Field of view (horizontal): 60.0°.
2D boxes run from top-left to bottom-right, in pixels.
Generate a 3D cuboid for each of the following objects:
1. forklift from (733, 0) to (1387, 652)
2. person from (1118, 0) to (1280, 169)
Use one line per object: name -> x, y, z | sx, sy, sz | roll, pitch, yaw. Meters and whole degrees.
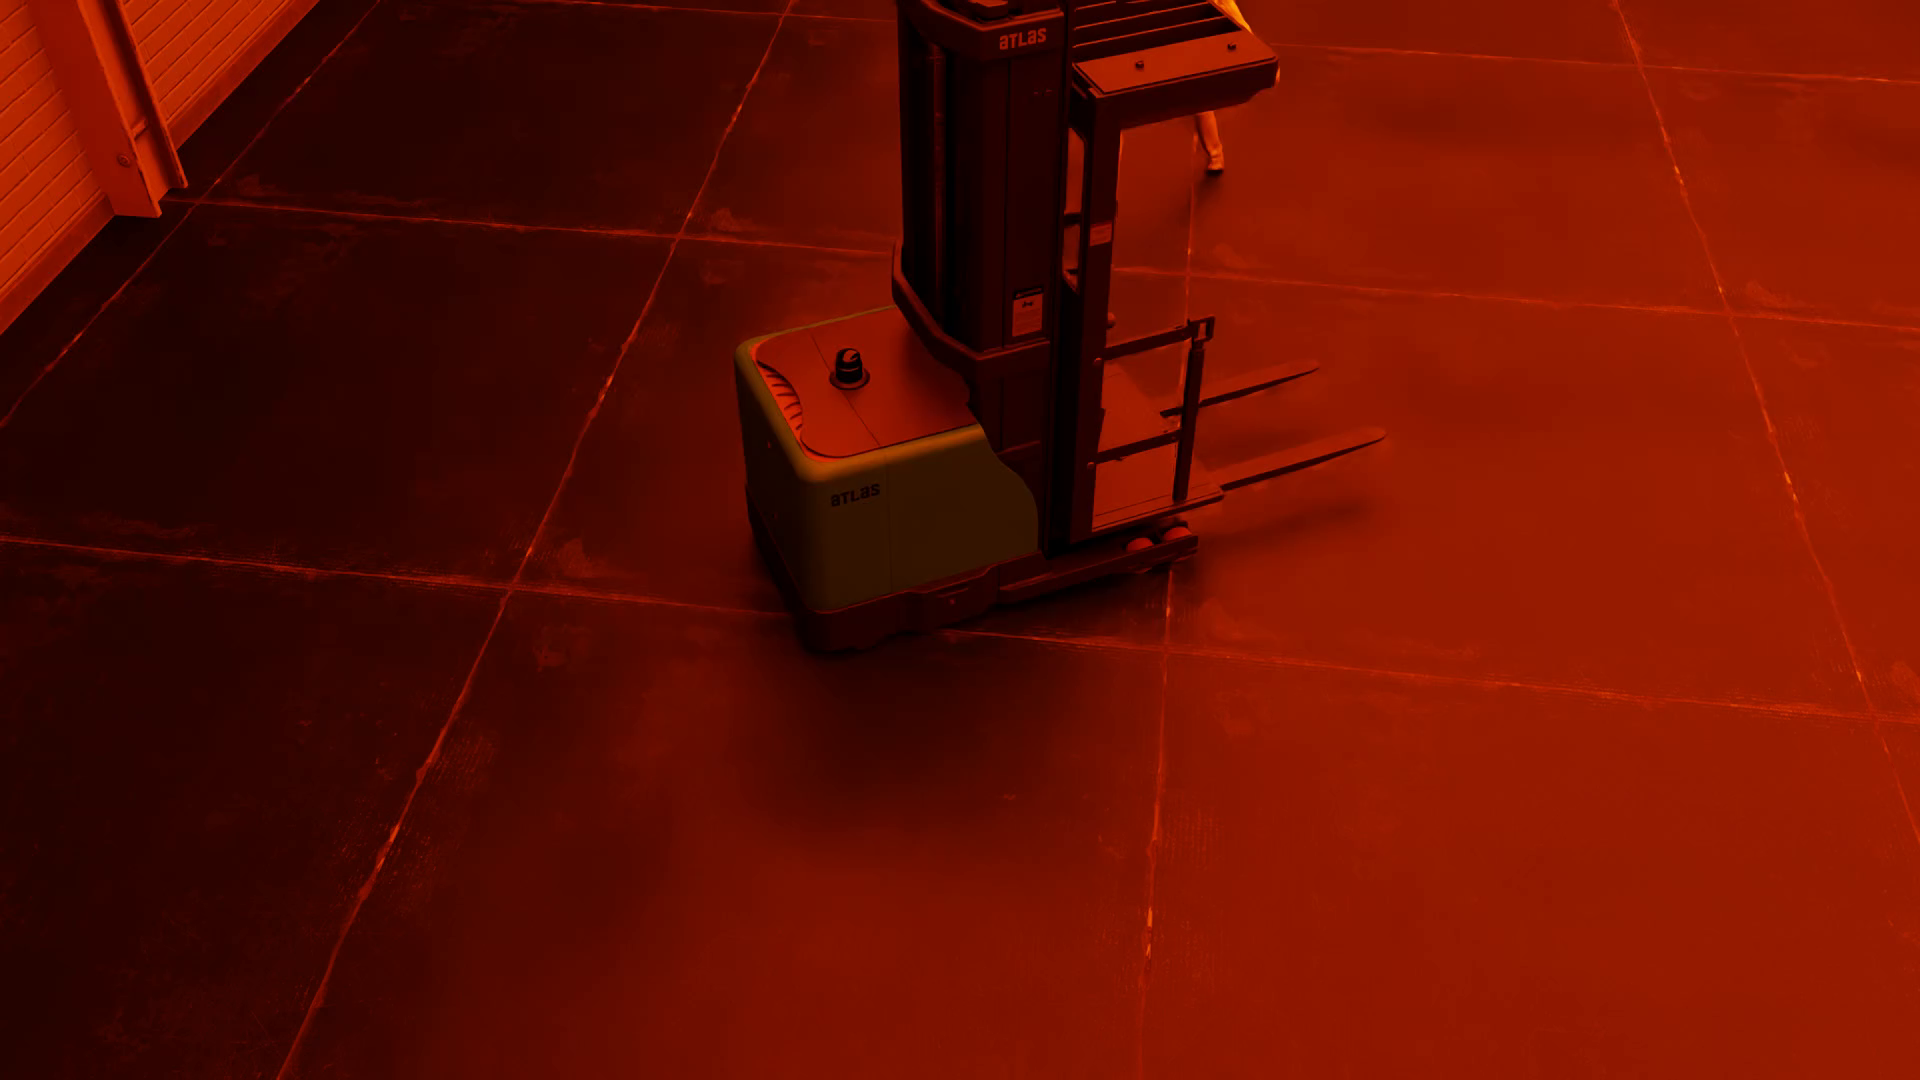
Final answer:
forklift -> 0.562, -1.240, 7.074 | 3.031, 2.935, 1.130 | -16, 45, -17
person -> 1.301, -2.734, 9.808 | 1.099, 1.580, 0.507 | -11, 44, -11
